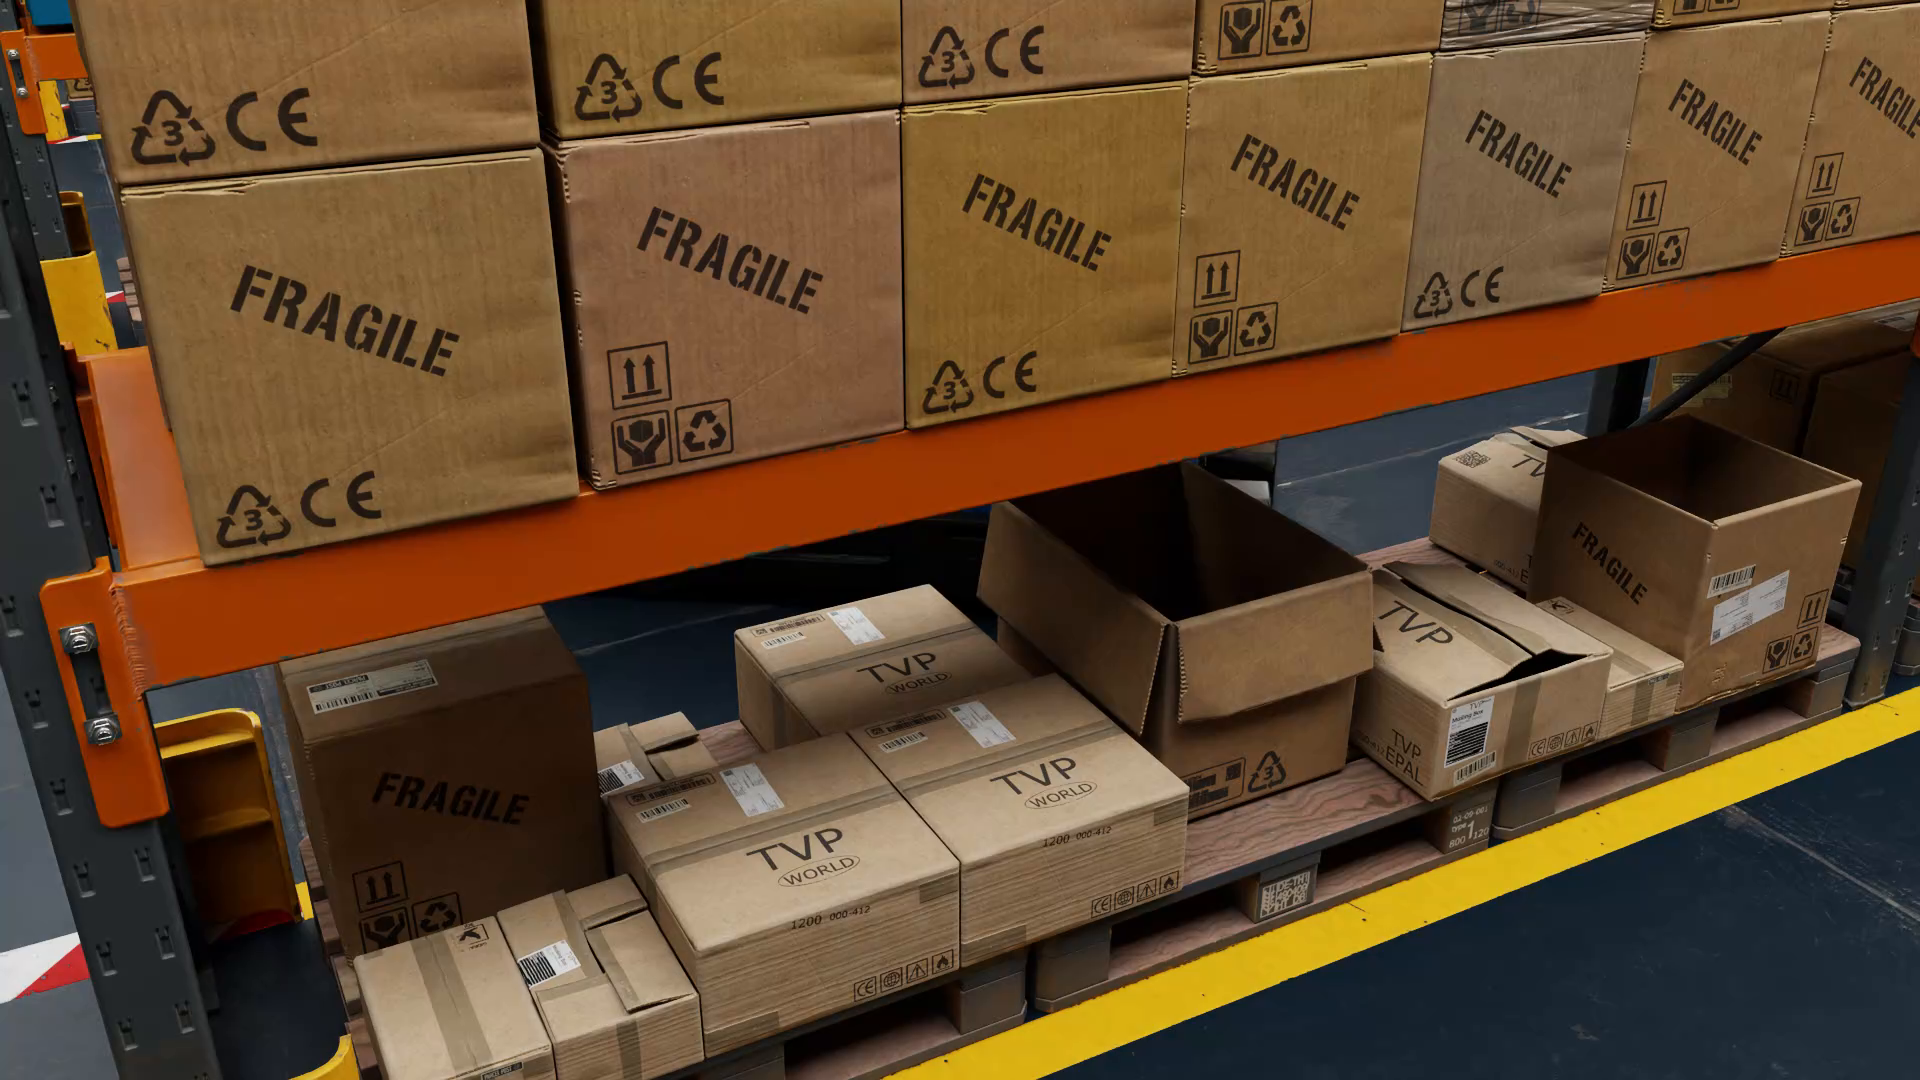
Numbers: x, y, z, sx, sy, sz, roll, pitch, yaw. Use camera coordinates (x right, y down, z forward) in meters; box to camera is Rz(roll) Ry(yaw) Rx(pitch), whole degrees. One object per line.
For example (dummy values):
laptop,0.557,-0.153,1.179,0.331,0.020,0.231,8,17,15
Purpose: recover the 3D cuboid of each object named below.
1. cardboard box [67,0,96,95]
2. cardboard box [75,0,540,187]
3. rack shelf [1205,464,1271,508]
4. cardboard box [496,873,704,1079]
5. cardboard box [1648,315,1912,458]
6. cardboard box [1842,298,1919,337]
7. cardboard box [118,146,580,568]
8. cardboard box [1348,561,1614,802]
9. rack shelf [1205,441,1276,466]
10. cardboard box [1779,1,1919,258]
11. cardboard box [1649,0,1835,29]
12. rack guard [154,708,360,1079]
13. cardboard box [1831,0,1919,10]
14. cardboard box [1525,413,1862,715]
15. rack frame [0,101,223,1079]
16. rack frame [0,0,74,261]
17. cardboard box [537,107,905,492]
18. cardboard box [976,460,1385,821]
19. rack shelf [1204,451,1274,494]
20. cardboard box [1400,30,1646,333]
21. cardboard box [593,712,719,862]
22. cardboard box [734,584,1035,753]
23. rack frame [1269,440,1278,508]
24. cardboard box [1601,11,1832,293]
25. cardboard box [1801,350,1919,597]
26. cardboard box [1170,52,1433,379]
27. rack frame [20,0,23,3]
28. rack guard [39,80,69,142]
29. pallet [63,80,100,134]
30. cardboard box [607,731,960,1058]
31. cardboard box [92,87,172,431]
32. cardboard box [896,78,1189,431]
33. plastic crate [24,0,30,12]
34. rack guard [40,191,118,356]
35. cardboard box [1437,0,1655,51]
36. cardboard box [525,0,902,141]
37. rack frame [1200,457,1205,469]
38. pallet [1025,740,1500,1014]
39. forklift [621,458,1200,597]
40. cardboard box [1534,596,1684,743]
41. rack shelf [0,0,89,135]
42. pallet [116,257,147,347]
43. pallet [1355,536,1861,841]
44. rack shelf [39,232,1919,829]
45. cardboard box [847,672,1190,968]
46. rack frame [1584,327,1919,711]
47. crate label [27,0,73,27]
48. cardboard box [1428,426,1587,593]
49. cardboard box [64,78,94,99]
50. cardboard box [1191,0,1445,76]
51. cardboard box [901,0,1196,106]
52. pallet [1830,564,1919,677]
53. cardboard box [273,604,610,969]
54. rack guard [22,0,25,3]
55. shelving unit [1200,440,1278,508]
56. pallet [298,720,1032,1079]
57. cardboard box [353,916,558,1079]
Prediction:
cardboard box,-1.127,-0.987,2.570,0.500,0.500,0.500,-13,29,-26
cardboard box,-0.874,-0.781,2.141,0.500,0.500,0.500,-12,28,-24
rack shelf,0.828,-0.146,5.007,0.200,0.077,0.258,3,26,6
cardboard box,-0.638,0.778,2.929,0.250,0.166,0.380,-13,29,-25
cardboard box,2.440,-0.392,4.980,0.500,0.500,0.500,-13,29,-25
cardboard box,2.880,-0.489,5.183,0.500,0.500,0.500,-13,29,-25
cardboard box,-0.874,-0.331,2.357,0.500,0.500,0.500,-12,28,-24
cardboard box,1.108,0.280,3.799,0.500,0.311,0.500,-13,29,-25
rack shelf,0.828,-0.308,4.929,0.200,0.077,0.258,3,26,6
cardboard box,1.819,-0.956,3.660,0.500,0.500,0.500,-12,28,-24
cardboard box,1.364,-1.299,3.219,0.500,0.500,0.500,-14,29,-26
rack guard,-1.323,0.816,2.974,0.348,0.500,1.175,-13,29,-25
cardboard box,1.815,-1.404,3.439,0.500,0.500,0.500,-13,28,-25
cardboard box,1.770,0.042,4.076,0.500,0.500,0.500,-13,29,-25
rack frame,-1.390,-0.296,2.401,0.127,3.000,1.000,-13,29,-25
rack frame,-3.718,-2.188,6.342,0.127,3.000,1.000,-13,29,-25
cardboard box,-0.422,-0.438,2.580,0.500,0.500,0.500,-13,29,-26
cardboard box,0.484,0.201,3.741,0.637,0.503,0.797,-13,29,-25
rack shelf,0.828,-0.227,4.968,0.200,0.077,0.258,3,26,6
cardboard box,0.913,-0.745,3.220,0.500,0.500,0.500,-12,28,-24
cardboard box,-0.626,0.530,3.445,0.250,0.166,0.380,-13,29,-25
cardboard box,-0.174,0.359,3.706,0.500,0.250,0.500,-13,29,-25
rack frame,0.929,-0.333,4.904,0.006,0.900,0.240,3,26,6
cardboard box,1.365,-0.850,3.440,0.500,0.500,0.500,-12,28,-24
cardboard box,2.681,-0.187,4.555,0.500,0.500,0.500,-14,29,-27
cardboard box,0.464,-0.640,3.002,0.500,0.500,0.500,-13,28,-24
rack frame,-6.048,-4.080,10.282,0.127,3.000,1.000,-13,29,-25
rack guard,-6.069,-2.948,10.813,0.348,0.500,1.175,-13,29,-25
pallet,-5.379,-3.016,11.287,1.213,0.211,1.003,-13,29,-25
cardboard box,-0.336,0.641,3.118,0.500,0.250,0.500,-13,29,-25
cardboard box,-1.123,-0.536,2.785,0.500,0.500,0.500,-12,28,-24
cardboard box,0.023,-0.539,2.791,0.500,0.500,0.500,-13,29,-25
plastic crate,-3.510,-2.371,6.612,0.499,0.435,0.616,-13,29,-25
rack guard,-3.733,-1.052,6.863,0.348,0.500,1.175,-13,29,-25
cardboard box,0.920,-1.197,3.006,0.500,0.500,0.500,-13,28,-25
cardboard box,-0.417,-0.891,2.369,0.500,0.500,0.500,-13,28,-25
rack frame,0.727,-0.343,4.926,0.006,0.900,0.240,3,26,6
pallet,0.455,0.536,3.889,1.213,0.211,1.003,-13,29,-25
forklift,-0.775,-1.380,4.738,3.031,2.935,1.130,3,26,6
cardboard box,1.468,0.300,3.945,0.250,0.149,0.380,-13,29,-25
rack shelf,-1.953,-2.271,7.346,4.000,0.370,1.077,-13,29,-25
pallet,-2.972,-1.084,7.265,1.213,0.211,1.003,-13,29,-25
pallet,1.533,0.286,4.410,1.213,0.211,1.003,-13,29,-25
rack shelf,0.375,-0.379,3.405,4.000,0.370,1.077,-13,29,-25
cardboard box,0.106,0.539,3.330,0.500,0.250,0.500,-13,29,-25
rack frame,2.140,-1.111,4.097,0.127,3.000,1.000,-13,29,-25
crate label,-3.345,-2.064,6.208,0.303,0.233,0.416,-13,29,-25
cardboard box,1.667,-0.094,4.578,0.500,0.311,0.500,-13,29,-25
cardboard box,-5.521,-3.472,10.986,0.875,0.875,0.875,-13,29,-25
cardboard box,0.475,-1.095,2.793,0.500,0.500,0.500,-13,29,-26
cardboard box,0.027,-0.991,2.577,0.500,0.500,0.500,-13,28,-24
pallet,2.839,-0.033,5.076,1.213,0.211,1.003,-13,29,-25
cardboard box,-1.026,0.428,3.273,0.500,0.500,0.500,-13,29,-25
rack guard,-8.226,-4.883,14.843,0.348,0.500,1.175,-13,29,-25
shelving unit,0.828,-0.338,4.915,0.210,0.900,0.258,3,26,6
pallet,-0.620,0.783,3.375,1.213,0.211,1.003,-13,29,-25
cardboard box,-0.859,0.837,2.827,0.250,0.149,0.380,-13,29,-25
